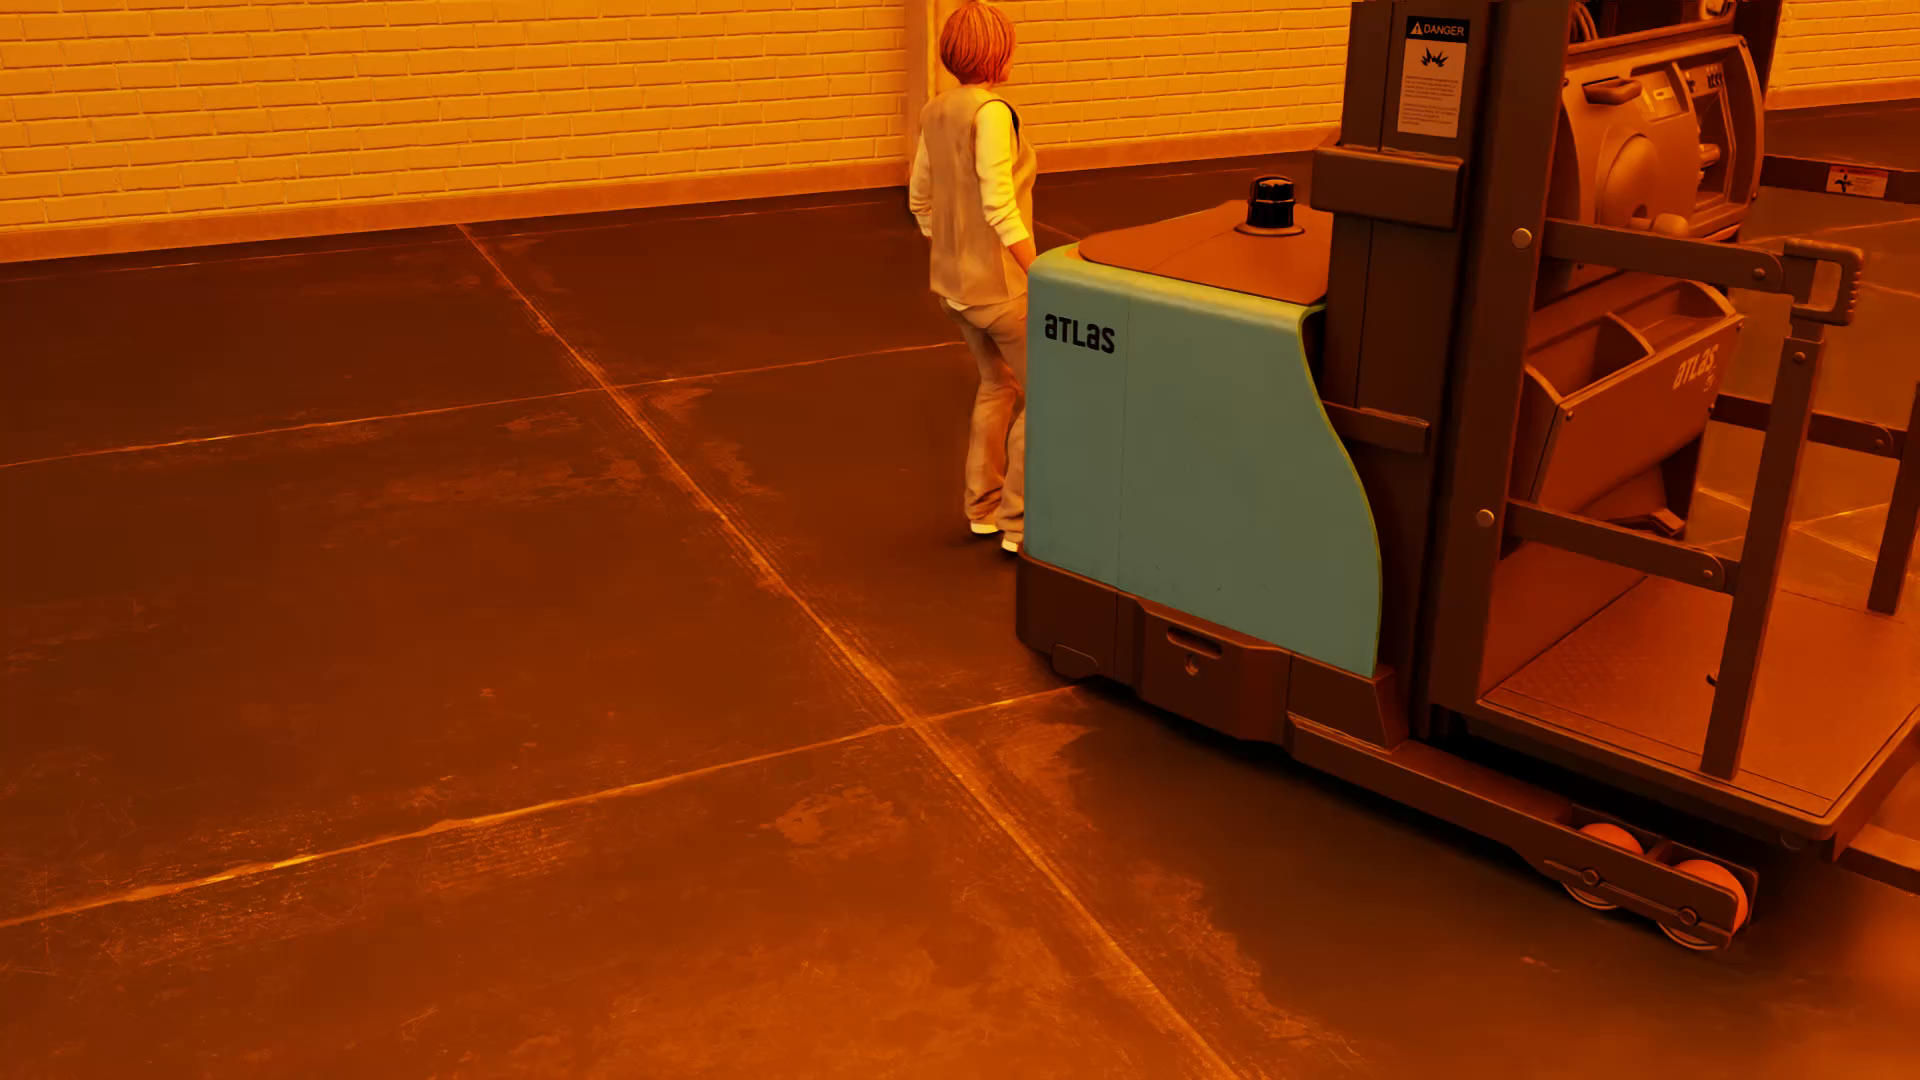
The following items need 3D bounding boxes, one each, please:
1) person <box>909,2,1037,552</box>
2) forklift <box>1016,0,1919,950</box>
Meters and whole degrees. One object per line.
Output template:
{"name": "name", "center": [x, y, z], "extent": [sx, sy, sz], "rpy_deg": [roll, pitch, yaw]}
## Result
{"name": "person", "center": [0.116, -0.737, 4.857], "extent": [0.391, 1.559, 0.583], "rpy_deg": [-12, 26, -27]}
{"name": "forklift", "center": [1.565, -0.791, 3.191], "extent": [3.031, 2.935, 1.130], "rpy_deg": [20, 30, 39]}
